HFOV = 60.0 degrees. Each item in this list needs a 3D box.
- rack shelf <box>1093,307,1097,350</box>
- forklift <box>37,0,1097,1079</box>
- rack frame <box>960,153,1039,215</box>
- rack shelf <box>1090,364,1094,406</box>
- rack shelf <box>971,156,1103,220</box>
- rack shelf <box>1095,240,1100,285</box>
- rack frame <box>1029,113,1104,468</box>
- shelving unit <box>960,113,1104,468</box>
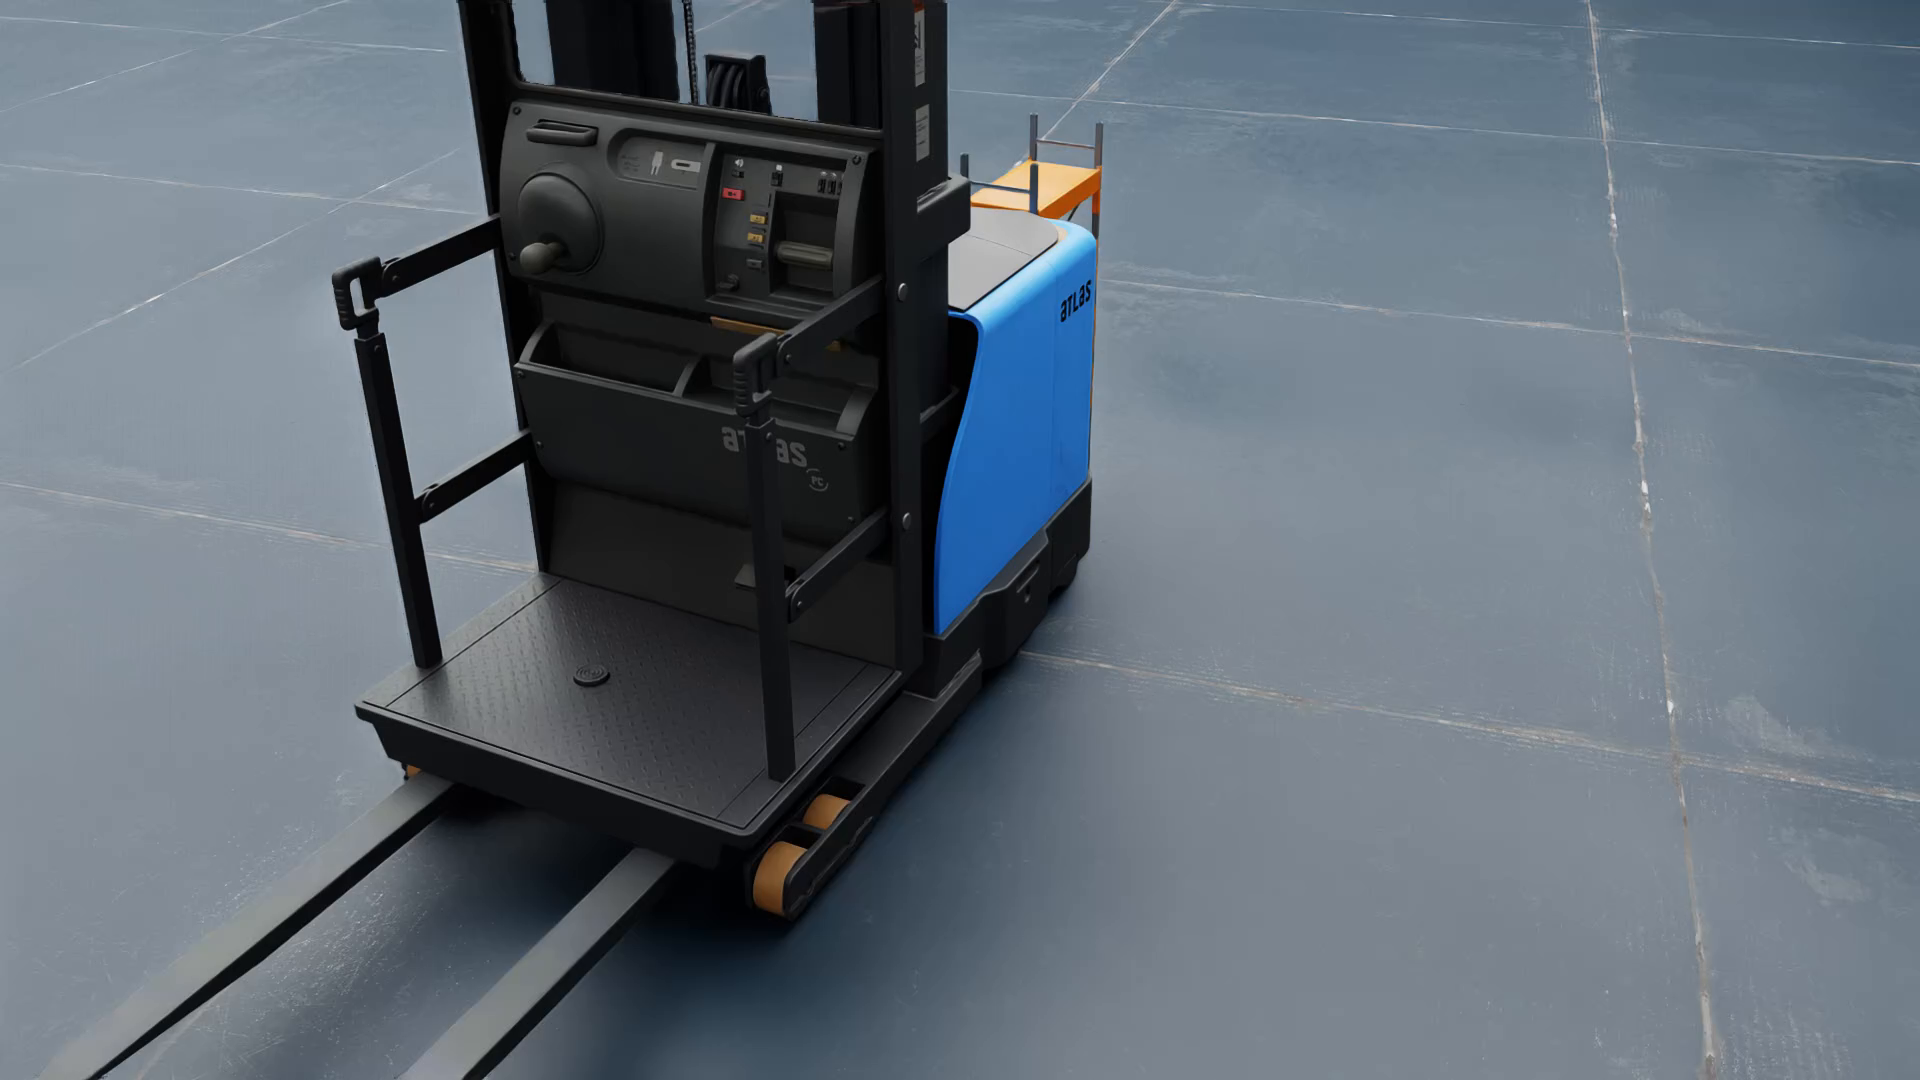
[{"bbox_3d":[0.220,-0.607,5.246,0.258,0.148,0.480,14,32,23],"label":"rack shelf"},{"bbox_3d":[-0.711,-0.681,3.459,1.130,2.935,3.031,14,32,23],"label":"forklift"},{"bbox_3d":[0.112,-0.560,5.022,0.240,1.200,0.015,14,32,23],"label":"rack frame"},{"bbox_3d":[0.220,-0.434,5.343,0.258,0.148,0.480,14,32,23],"label":"rack shelf"},{"bbox_3d":[0.220,-1.010,5.022,0.258,0.148,0.480,14,32,23],"label":"rack shelf"},{"bbox_3d":[0.220,-0.803,5.137,0.258,0.148,0.480,14,32,23],"label":"rack shelf"},{"bbox_3d":[0.328,-0.773,5.405,0.240,1.200,0.015,14,32,23],"label":"rack frame"},{"bbox_3d":[0.220,-0.666,5.213,0.258,1.200,0.503,14,32,23],"label":"shelving unit"}]
